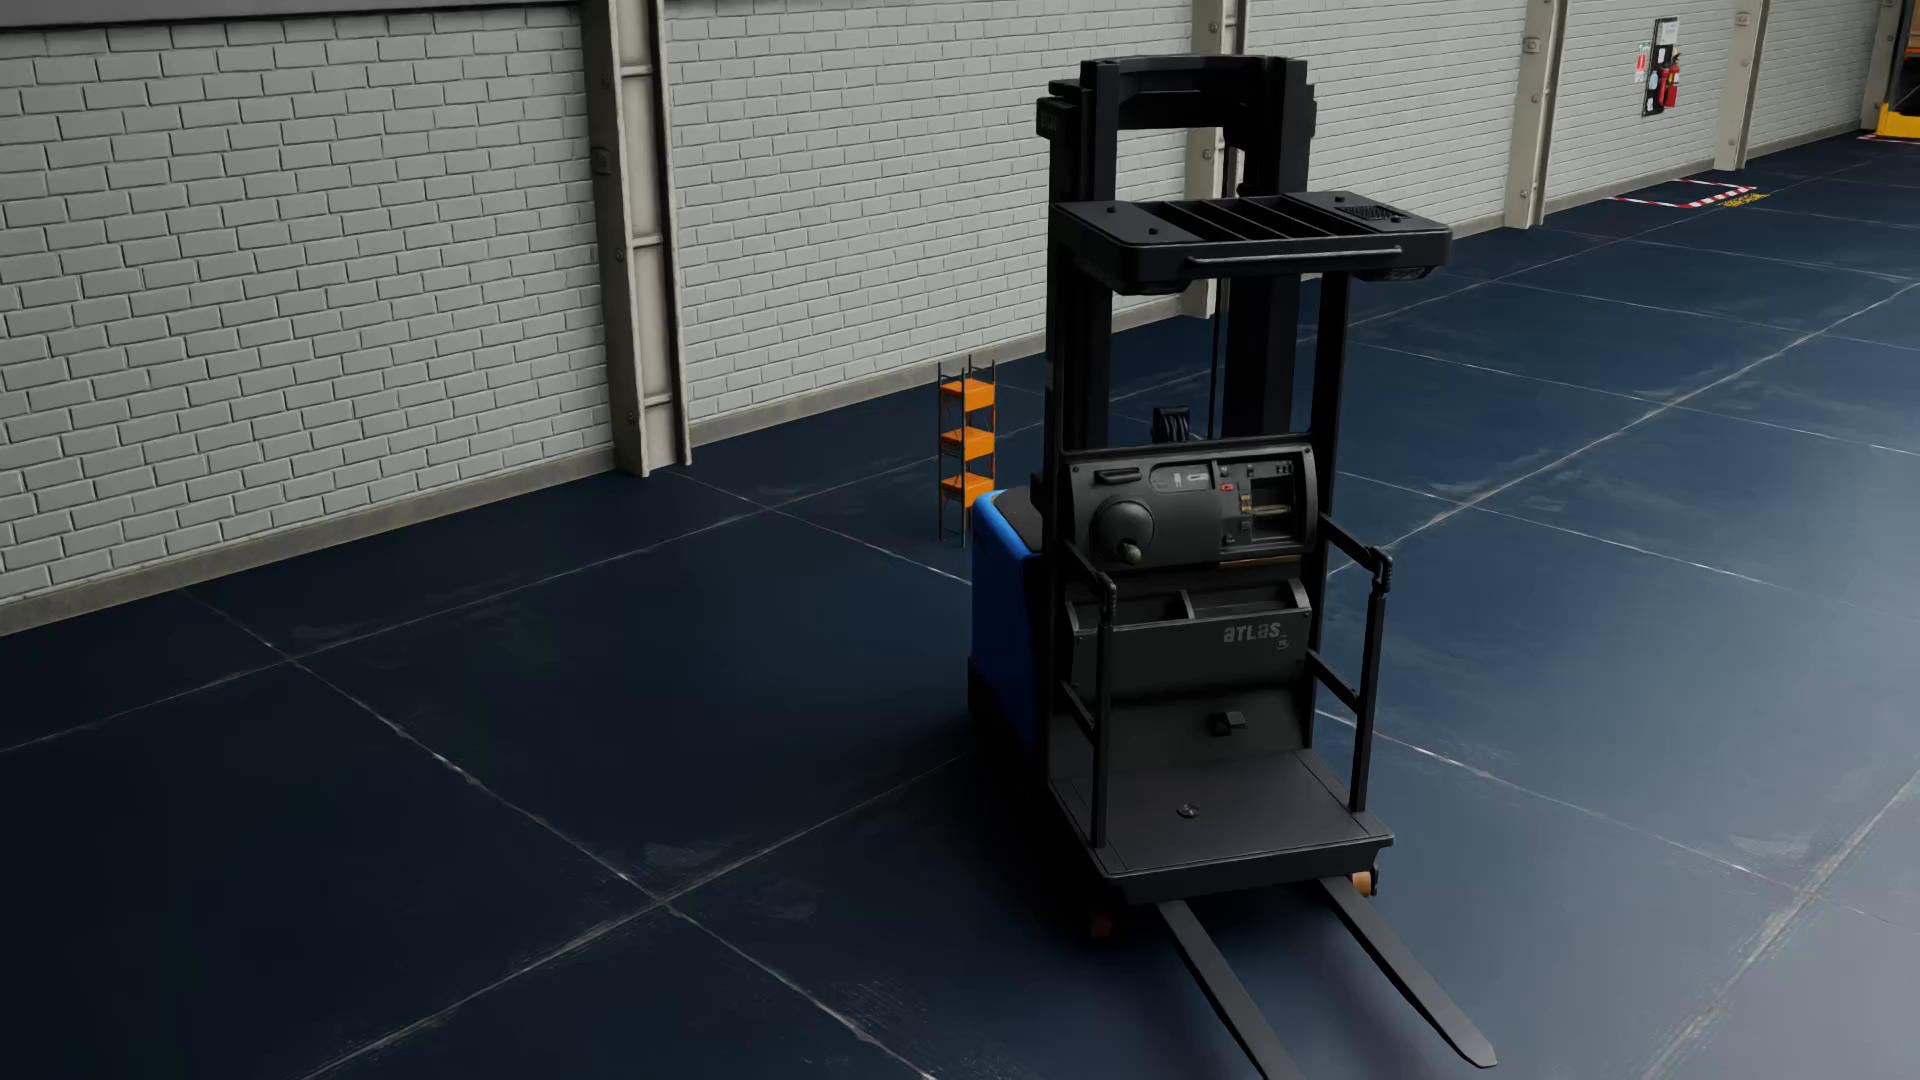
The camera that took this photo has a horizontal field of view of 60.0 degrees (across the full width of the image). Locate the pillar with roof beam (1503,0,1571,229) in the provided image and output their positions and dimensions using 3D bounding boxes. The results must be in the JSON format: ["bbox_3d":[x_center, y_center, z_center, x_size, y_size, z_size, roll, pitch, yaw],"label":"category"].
[{"bbox_3d":[9.459,-6.695,14.449,9.100,9.000,0.400,19,28,41],"label":"pillar with roof beam"}]

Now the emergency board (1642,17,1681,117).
[{"bbox_3d":[8.809,-5.888,20.713,0.194,1.169,0.643,19,28,41],"label":"emergency board"}]

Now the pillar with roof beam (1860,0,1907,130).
[{"bbox_3d":[17.830,-9.779,22.474,9.100,9.000,0.400,19,28,41],"label":"pillar with roof beam"}]

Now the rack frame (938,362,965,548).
[{"bbox_3d":[-0.048,-0.472,9.340,0.200,1.050,0.008,19,28,41],"label":"rack frame"}]

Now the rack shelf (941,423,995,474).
[{"bbox_3d":[0.037,-0.494,9.426,0.215,0.259,0.240,19,28,41],"label":"rack shelf"}]

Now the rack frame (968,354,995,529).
[{"bbox_3d":[0.122,-0.535,9.504,0.200,1.050,0.008,19,28,41],"label":"rack frame"}]

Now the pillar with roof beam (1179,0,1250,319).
[{"bbox_3d":[5.273,-5.152,10.436,9.100,9.000,0.400,19,28,41],"label":"pillar with roof beam"}]

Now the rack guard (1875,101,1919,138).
[{"bbox_3d":[14.930,-6.513,25.822,1.175,0.500,0.348,19,28,41],"label":"rack guard"}]

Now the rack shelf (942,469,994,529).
[{"bbox_3d":[0.037,-0.234,9.526,0.215,0.259,0.240,19,28,41],"label":"rack shelf"}]

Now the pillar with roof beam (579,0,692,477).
[{"bbox_3d":[1.088,-3.610,6.424,9.100,9.000,0.400,19,28,41],"label":"pillar with roof beam"}]

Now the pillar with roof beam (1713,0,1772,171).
[{"bbox_3d":[13.645,-8.237,18.462,9.100,9.000,0.400,19,28,41],"label":"pillar with roof beam"}]

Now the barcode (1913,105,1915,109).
[{"bbox_3d":[15.150,-6.875,26.401,0.001,0.075,0.075,19,28,41],"label":"barcode"}]

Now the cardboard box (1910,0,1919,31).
[{"bbox_3d":[15.054,-8.124,25.665,0.500,0.500,0.500,19,28,40],"label":"cardboard box"}]

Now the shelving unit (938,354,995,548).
[{"bbox_3d":[0.037,-0.504,9.422,0.215,1.050,0.252,19,28,41],"label":"shelving unit"}]

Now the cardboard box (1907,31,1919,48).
[{"bbox_3d":[15.064,-7.768,25.785,0.500,0.250,0.500,-20,28,-41],"label":"cardboard box"}]

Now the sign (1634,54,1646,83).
[{"bbox_3d":[8.349,-5.789,20.404,0.001,0.329,0.234,19,28,41],"label":"sign"}]

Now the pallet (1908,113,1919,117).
[{"bbox_3d":[15.522,-6.578,26.394,1.003,0.211,1.213,19,28,41],"label":"pallet"}]

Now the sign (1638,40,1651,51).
[{"bbox_3d":[8.359,-6.035,20.307,0.001,0.109,0.331,19,28,41],"label":"sign"}]

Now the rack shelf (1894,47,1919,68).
[{"bbox_3d":[16.272,-7.838,26.789,1.077,0.370,4.000,19,28,41],"label":"rack shelf"}]

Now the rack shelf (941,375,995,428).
[{"bbox_3d":[0.037,-0.759,9.324,0.215,0.259,0.240,19,28,41],"label":"rack shelf"}]

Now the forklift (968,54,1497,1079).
[{"bbox_3d":[0.895,-0.106,5.764,1.130,2.935,3.031,-5,22,-13],"label":"forklift"}]

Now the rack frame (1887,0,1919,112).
[{"bbox_3d":[14.877,-7.660,25.323,1.000,3.000,0.127,19,28,41],"label":"rack frame"}]

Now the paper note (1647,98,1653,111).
[{"bbox_3d":[8.636,-5.449,20.798,0.016,0.148,0.142,19,28,41],"label":"paper note"}]
